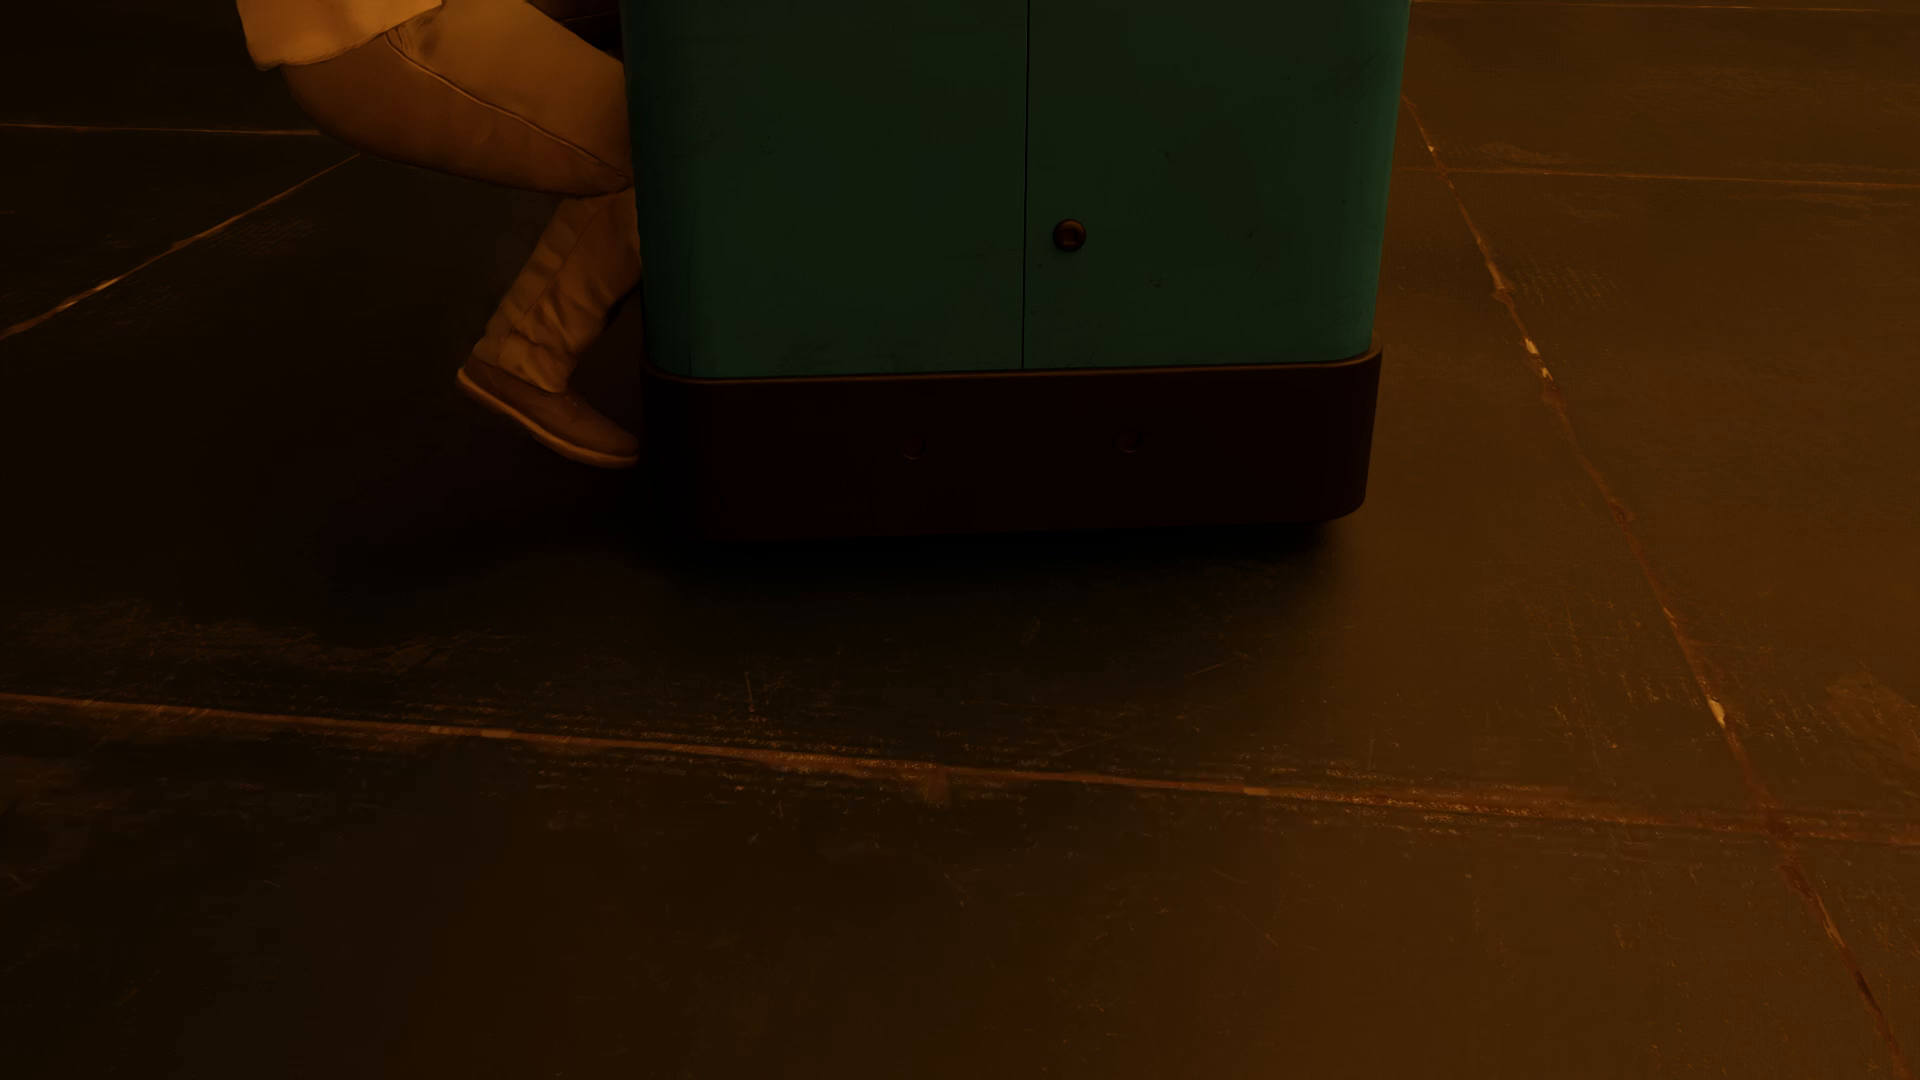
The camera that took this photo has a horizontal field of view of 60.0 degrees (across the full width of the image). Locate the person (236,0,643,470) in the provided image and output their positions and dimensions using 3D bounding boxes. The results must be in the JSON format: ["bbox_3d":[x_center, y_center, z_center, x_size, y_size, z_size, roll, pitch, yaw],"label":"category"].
[{"bbox_3d":[-0.599,-0.831,2.394,0.800,1.442,0.998,-5,27,-11],"label":"person"}]

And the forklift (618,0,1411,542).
[{"bbox_3d":[-0.030,-1.932,3.089,1.130,2.935,3.031,-2,27,-4],"label":"forklift"}]
